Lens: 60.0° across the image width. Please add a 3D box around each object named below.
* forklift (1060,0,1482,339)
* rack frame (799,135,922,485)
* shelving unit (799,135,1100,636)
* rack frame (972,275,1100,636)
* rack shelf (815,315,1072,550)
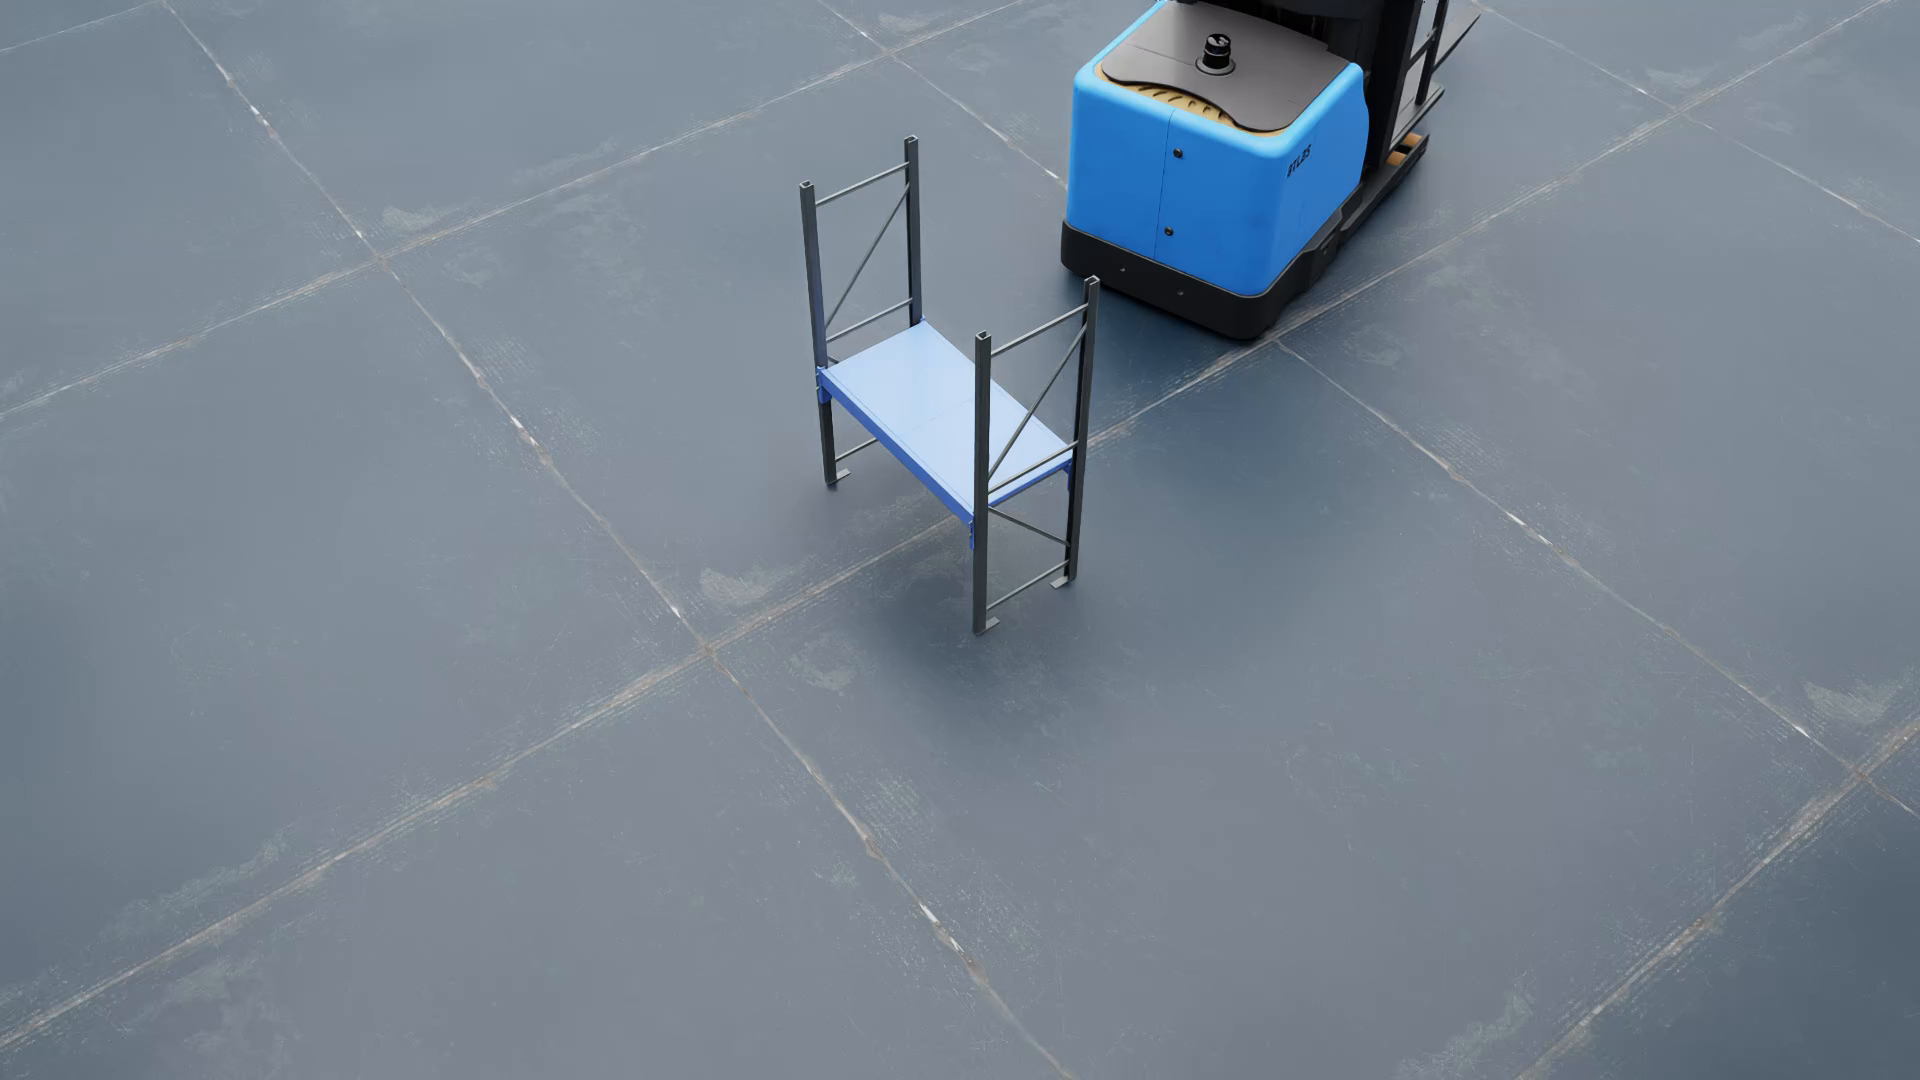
[{"bbox_3d":[1.720,-2.952,7.447,1.130,2.935,3.031,27,53,22],"label":"forklift"},{"bbox_3d":[-0.359,-0.854,6.511,0.500,1.500,0.032,-29,54,-24],"label":"rack frame"},{"bbox_3d":[-0.052,-0.554,6.239,0.538,1.500,1.048,-29,54,-24],"label":"shelving unit"},{"bbox_3d":[0.256,-0.254,5.967,0.500,1.500,0.032,-29,54,-24],"label":"rack frame"},{"bbox_3d":[-0.052,-0.433,6.372,0.538,0.185,1.000,-29,54,-24],"label":"rack shelf"}]
